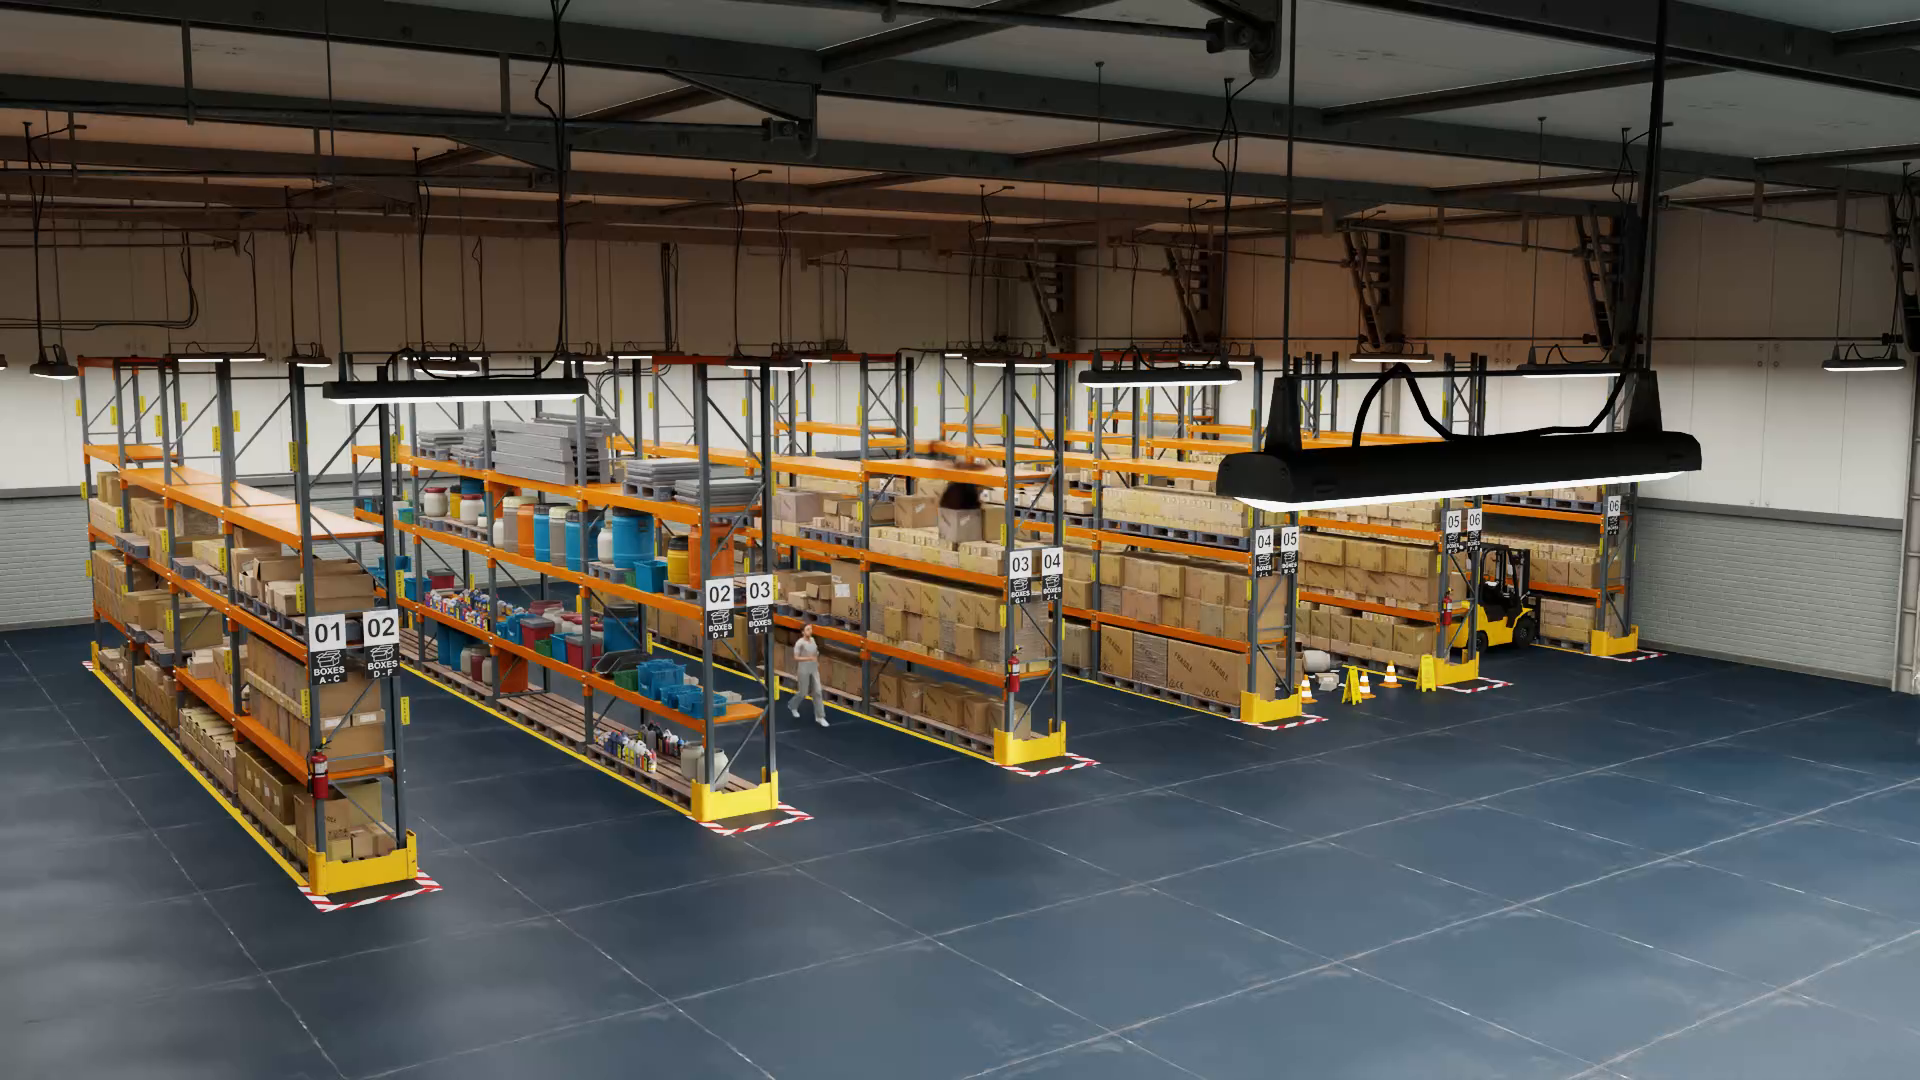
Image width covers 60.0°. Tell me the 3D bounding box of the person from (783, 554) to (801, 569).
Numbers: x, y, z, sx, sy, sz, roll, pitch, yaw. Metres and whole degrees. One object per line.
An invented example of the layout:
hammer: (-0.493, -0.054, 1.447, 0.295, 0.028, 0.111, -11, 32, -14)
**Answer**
person: (-4.144, 0.431, 42.168, 0.697, 1.643, 0.583, -5, 9, -36)

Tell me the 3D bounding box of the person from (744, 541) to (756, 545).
person: (-5.377, 0.501, 41.494, 0.567, 1.639, 0.634, -3, 8, -26)

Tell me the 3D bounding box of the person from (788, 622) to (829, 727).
person: (-2.505, 2.176, 27.279, 0.565, 1.673, 0.951, -6, 9, -43)
